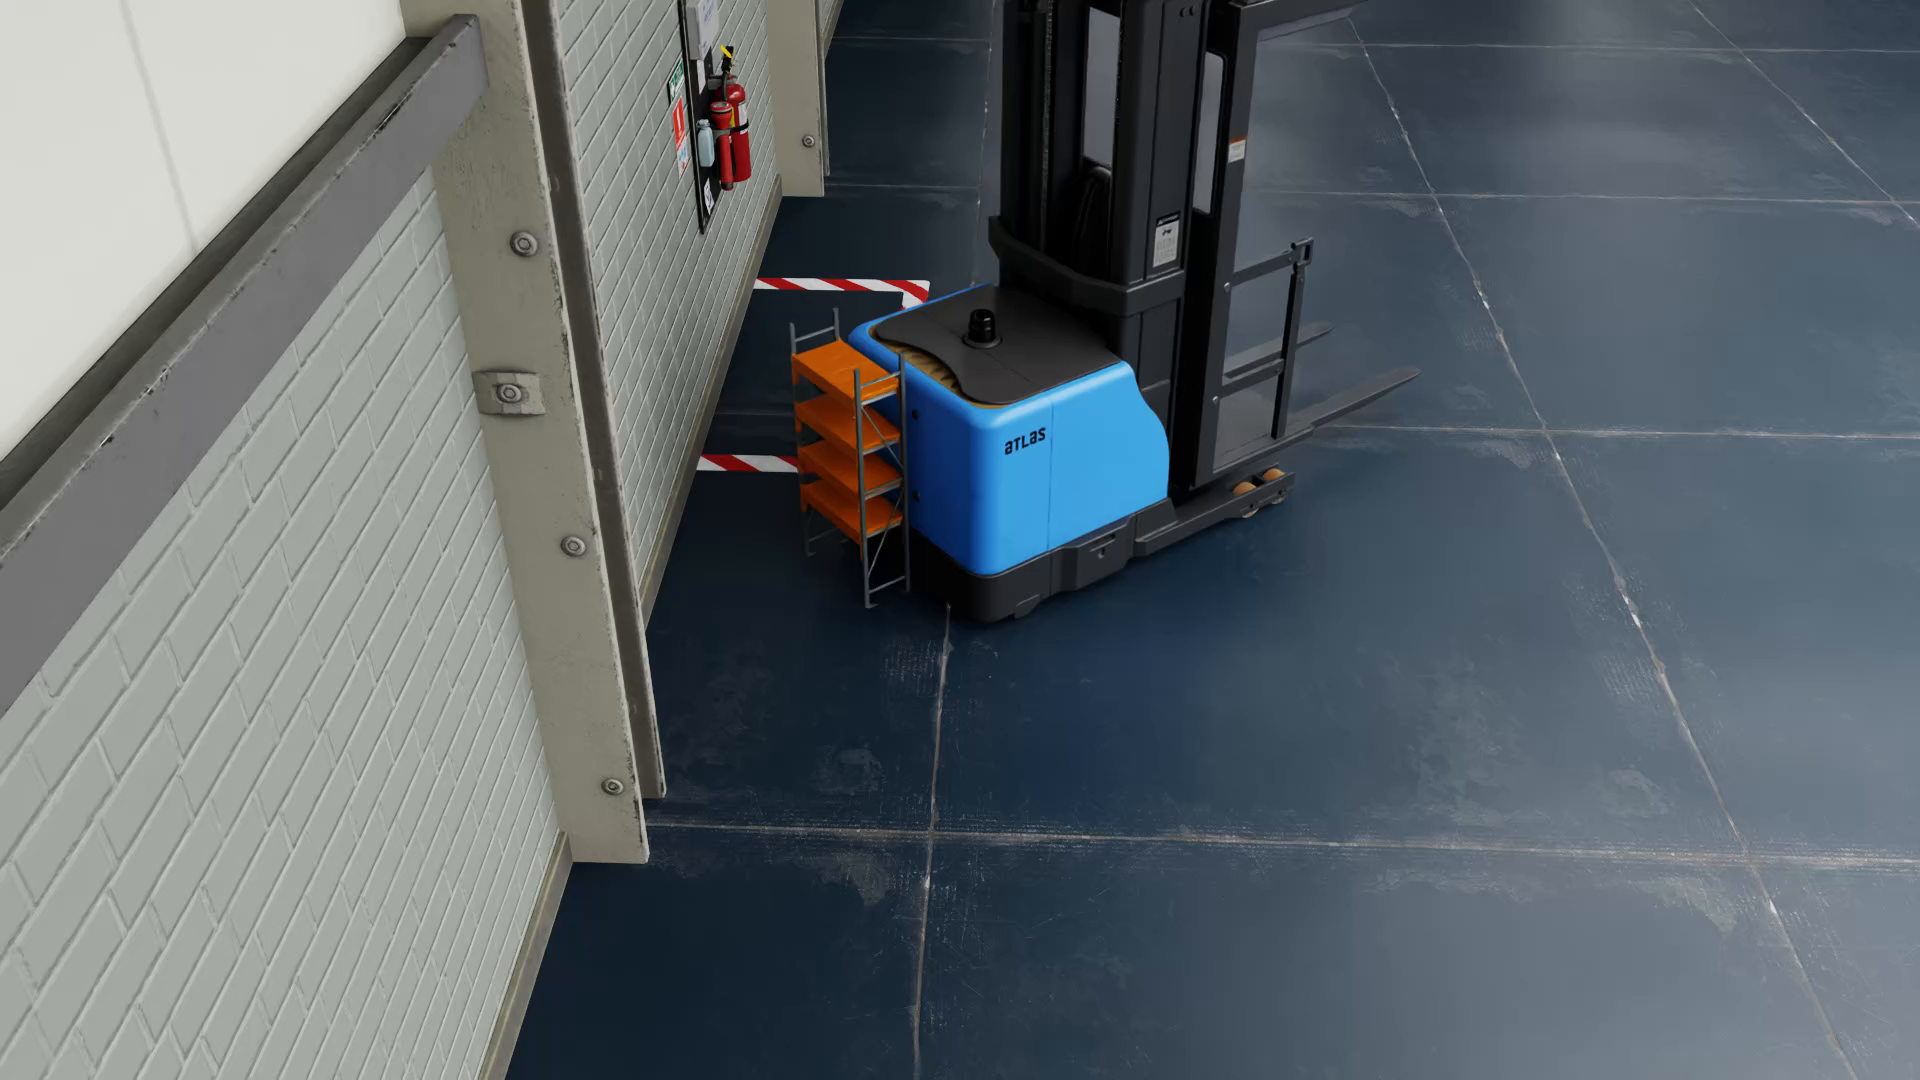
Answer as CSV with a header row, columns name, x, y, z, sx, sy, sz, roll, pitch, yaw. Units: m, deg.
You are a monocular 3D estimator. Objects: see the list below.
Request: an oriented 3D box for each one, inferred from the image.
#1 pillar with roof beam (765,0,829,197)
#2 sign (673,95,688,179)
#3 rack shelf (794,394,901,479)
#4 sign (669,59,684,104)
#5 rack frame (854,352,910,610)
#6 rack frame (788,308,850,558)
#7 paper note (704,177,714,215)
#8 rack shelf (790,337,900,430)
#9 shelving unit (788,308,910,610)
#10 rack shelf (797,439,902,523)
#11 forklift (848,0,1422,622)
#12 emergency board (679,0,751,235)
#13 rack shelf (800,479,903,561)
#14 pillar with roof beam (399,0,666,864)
name,x,y,z,sx,sy,sz,roll,pitch,yaw
pillar with roof beam,3.253,-5.966,8.413,9.100,9.000,0.400,1,35,2
sign,-1.312,-1.892,7.802,0.001,0.329,0.234,1,35,2
rack shelf,-0.470,-0.467,7.099,0.258,0.148,0.480,-24,41,-29
sign,-1.302,-2.111,7.653,0.001,0.109,0.331,1,35,2
rack frame,-0.323,-0.227,7.029,0.240,1.200,0.015,-24,41,-29
rack frame,-0.616,-0.452,7.349,0.240,1.200,0.015,-24,41,-29
paper note,-1.262,-1.732,8.372,0.016,0.148,0.142,1,35,2
rack shelf,-0.471,-0.661,6.962,0.258,0.148,0.480,-24,41,-29
shelving unit,-0.470,-0.340,7.189,0.258,1.200,0.503,-24,41,-29
rack shelf,-0.470,-0.285,7.228,0.258,0.148,0.480,-24,41,-29
forklift,0.985,-1.527,7.373,3.031,2.935,1.130,-23,41,-29
emergency board,-1.186,-2.192,8.261,0.194,1.169,0.643,1,35,2
rack shelf,-0.469,-0.122,7.342,0.258,0.148,0.480,-24,41,-29
pillar with roof beam,3.012,-2.519,3.508,9.100,9.000,0.400,1,35,2
